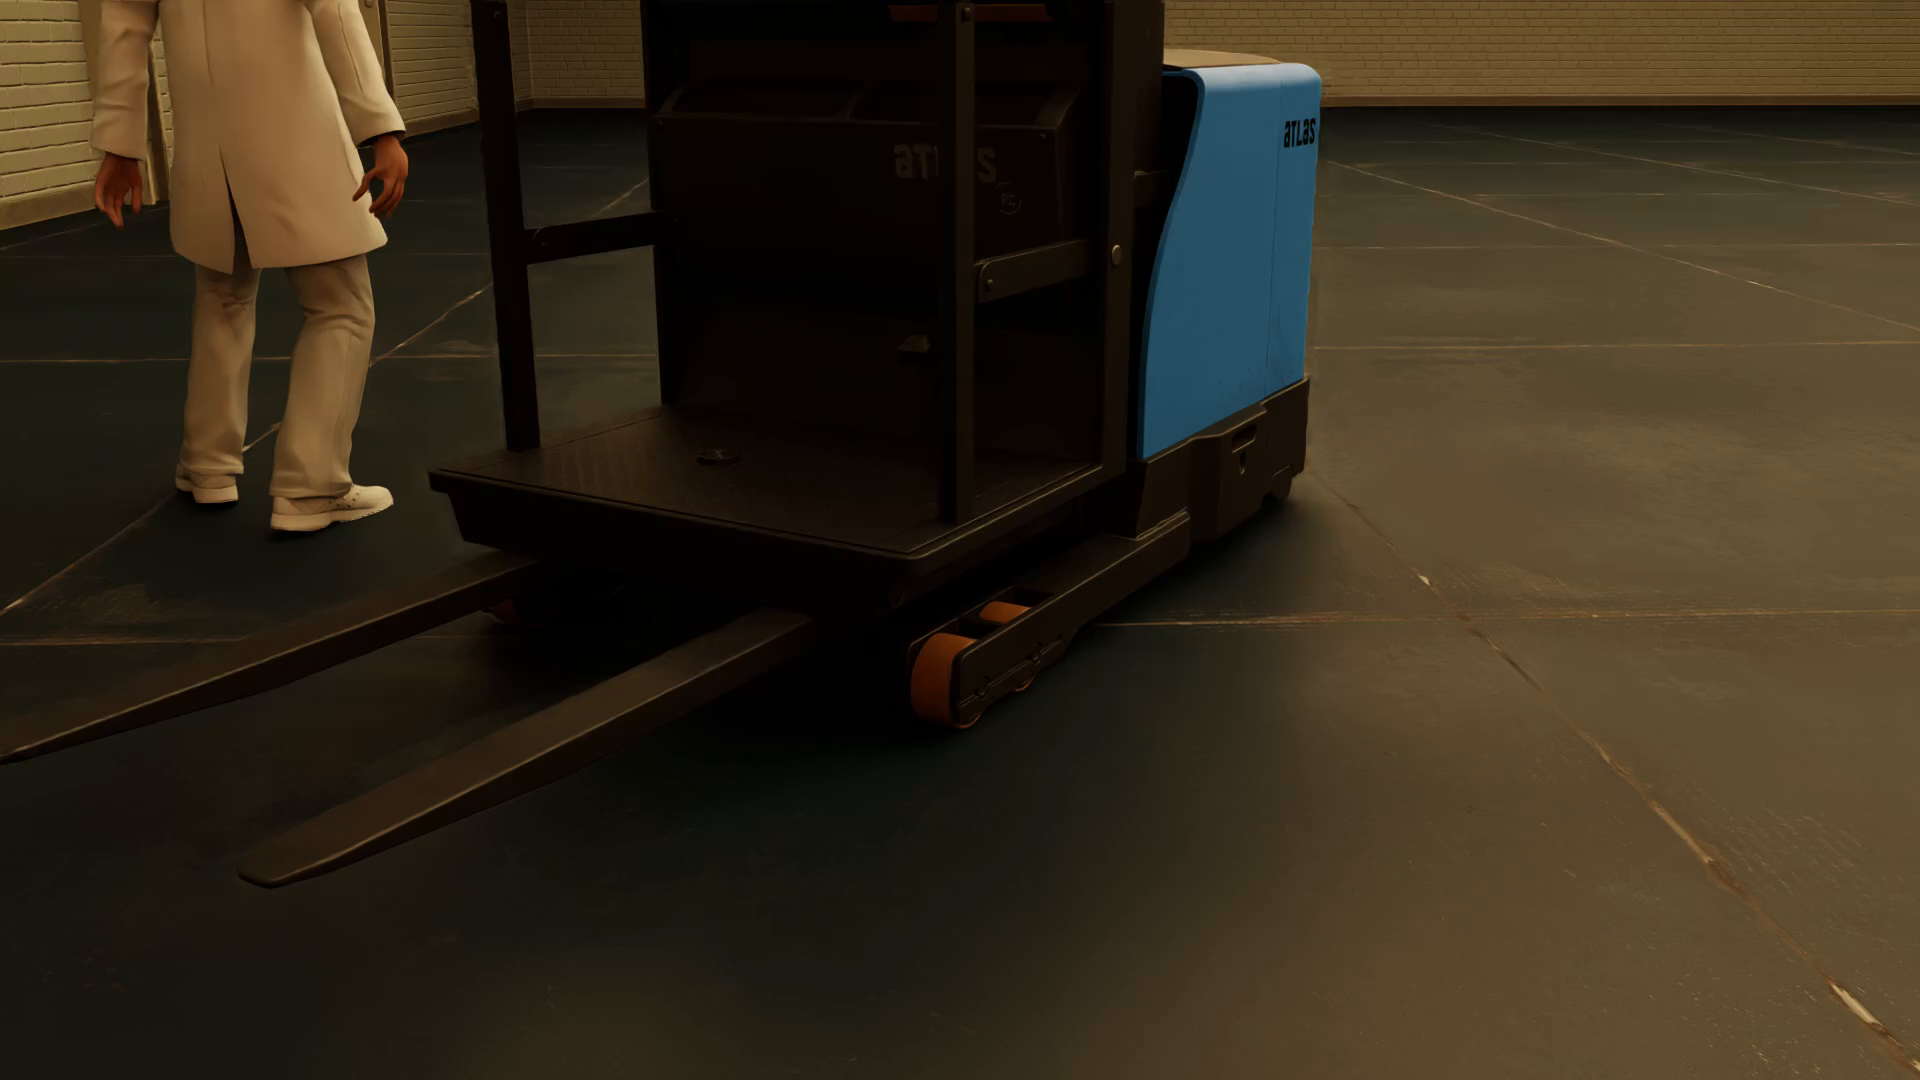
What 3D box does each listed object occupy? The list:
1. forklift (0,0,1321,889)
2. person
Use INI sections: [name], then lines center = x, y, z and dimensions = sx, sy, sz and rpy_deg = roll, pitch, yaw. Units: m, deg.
[forklift]
center = -0.298, -1.229, 2.924
dimensions = 1.130, 2.935, 3.031
rpy_deg = 10, 20, 29
[person]
center = -1.671, -0.900, 3.925
dimensions = 0.911, 1.748, 0.473
rpy_deg = 5, 18, 15
